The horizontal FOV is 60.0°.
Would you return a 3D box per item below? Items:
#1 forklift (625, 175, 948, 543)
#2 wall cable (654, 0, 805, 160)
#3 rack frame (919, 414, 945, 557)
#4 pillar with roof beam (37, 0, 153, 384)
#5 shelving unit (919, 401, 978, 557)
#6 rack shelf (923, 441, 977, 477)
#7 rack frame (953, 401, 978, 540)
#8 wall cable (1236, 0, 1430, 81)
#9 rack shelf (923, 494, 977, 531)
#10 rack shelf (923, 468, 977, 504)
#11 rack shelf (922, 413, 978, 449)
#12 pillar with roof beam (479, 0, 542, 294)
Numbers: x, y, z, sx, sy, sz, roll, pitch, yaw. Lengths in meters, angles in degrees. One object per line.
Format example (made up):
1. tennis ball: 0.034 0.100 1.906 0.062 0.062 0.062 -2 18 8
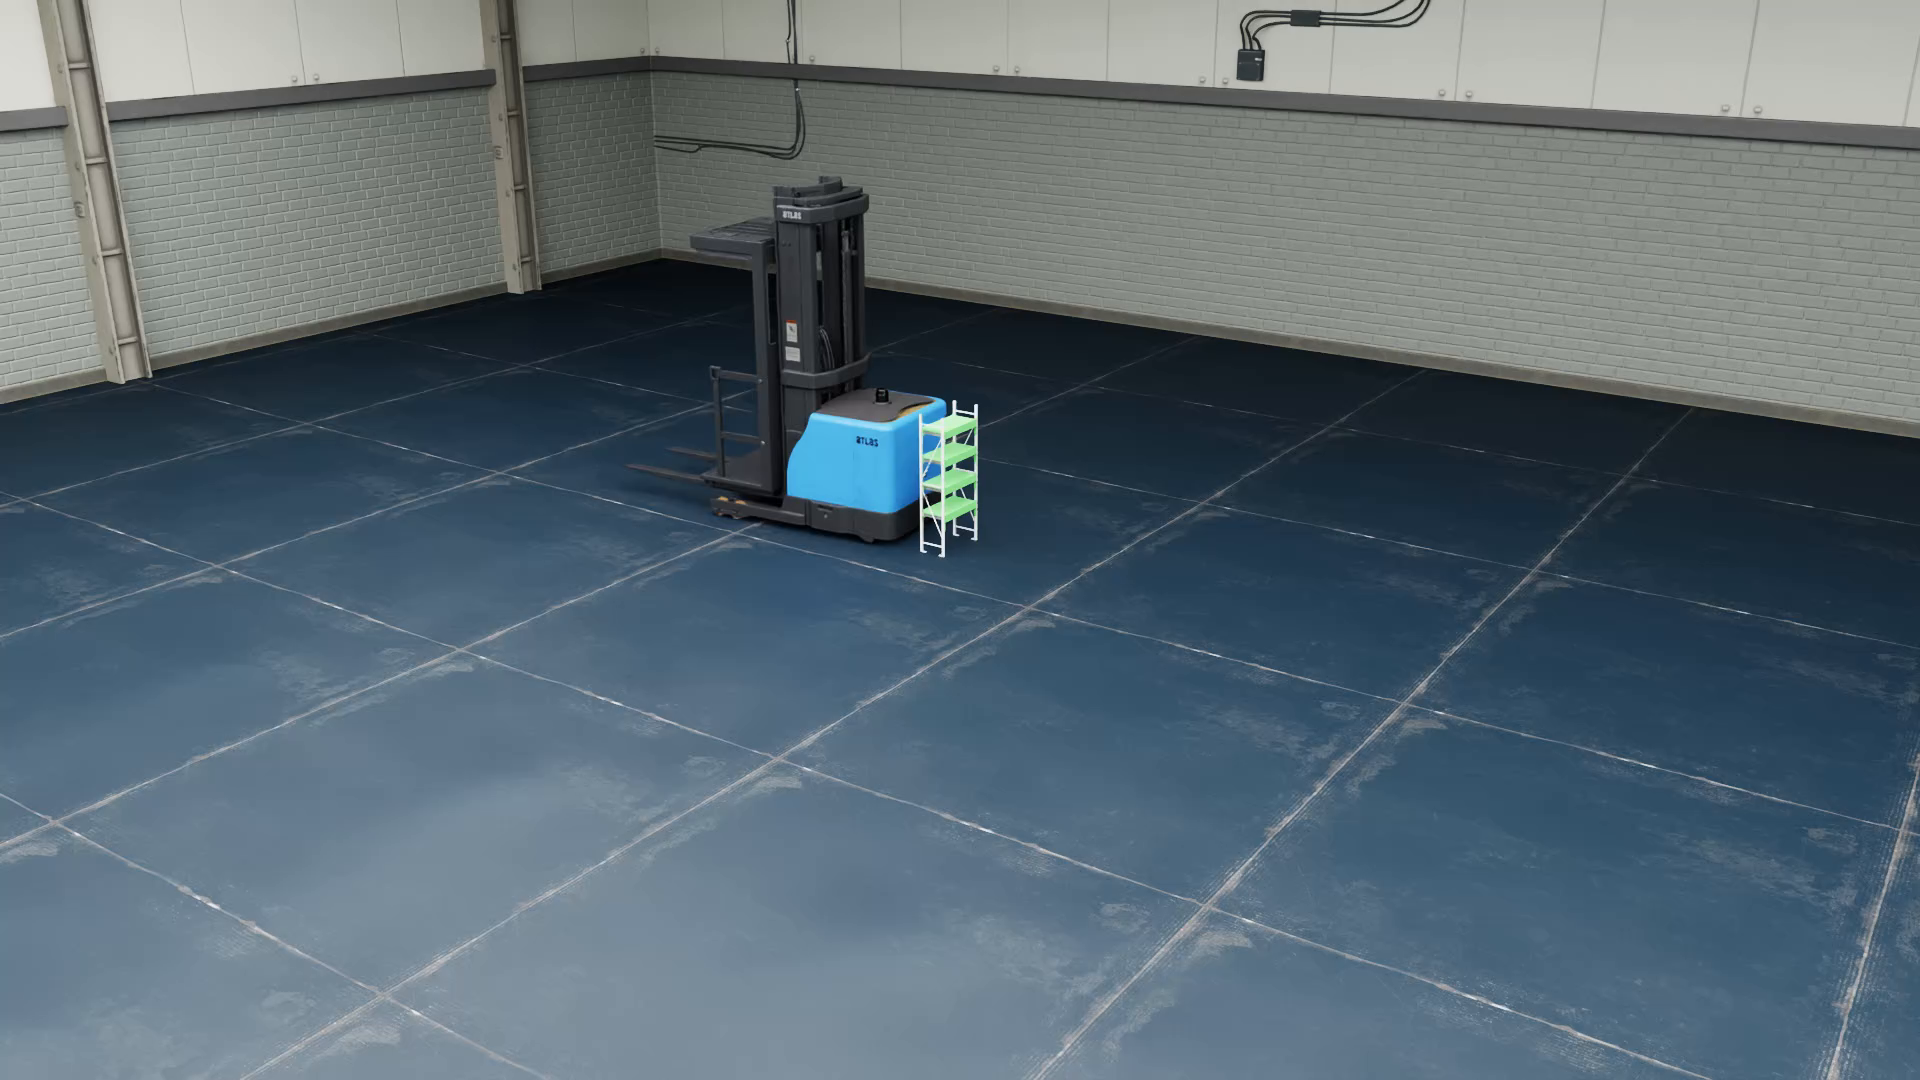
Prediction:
1. forklift: -1.642 -1.704 14.648 3.031 2.935 1.130 11 23 27
2. wall cable: -3.539 -6.953 24.566 3.097 2.526 0.112 13 24 32
3. rack frame: -0.230 -0.445 13.739 0.240 1.200 0.015 13 24 32
4. pillar with roof beam: -6.101 -5.260 15.515 9.100 9.000 0.400 13 24 32
5. shelving unit: -0.093 -0.515 13.928 0.258 1.200 0.503 13 24 32
6. rack shelf: -0.093 -0.680 13.867 0.258 0.148 0.480 13 24 32
7. rack frame: 0.044 -0.585 14.118 0.240 1.200 0.015 13 24 32
8. wall cable: 4.304 -8.148 18.419 2.305 6.003 0.169 13 24 32
9. rack shelf: -0.093 -0.230 14.034 0.258 0.148 0.480 13 24 32
10. rack shelf: -0.093 -0.455 13.951 0.258 0.148 0.480 13 24 32
11. rack shelf: -0.093 -0.906 13.784 0.258 0.148 0.480 13 24 32
12. pillar with roof beam: -2.728 -6.982 20.169 9.100 9.000 0.400 13 24 32
